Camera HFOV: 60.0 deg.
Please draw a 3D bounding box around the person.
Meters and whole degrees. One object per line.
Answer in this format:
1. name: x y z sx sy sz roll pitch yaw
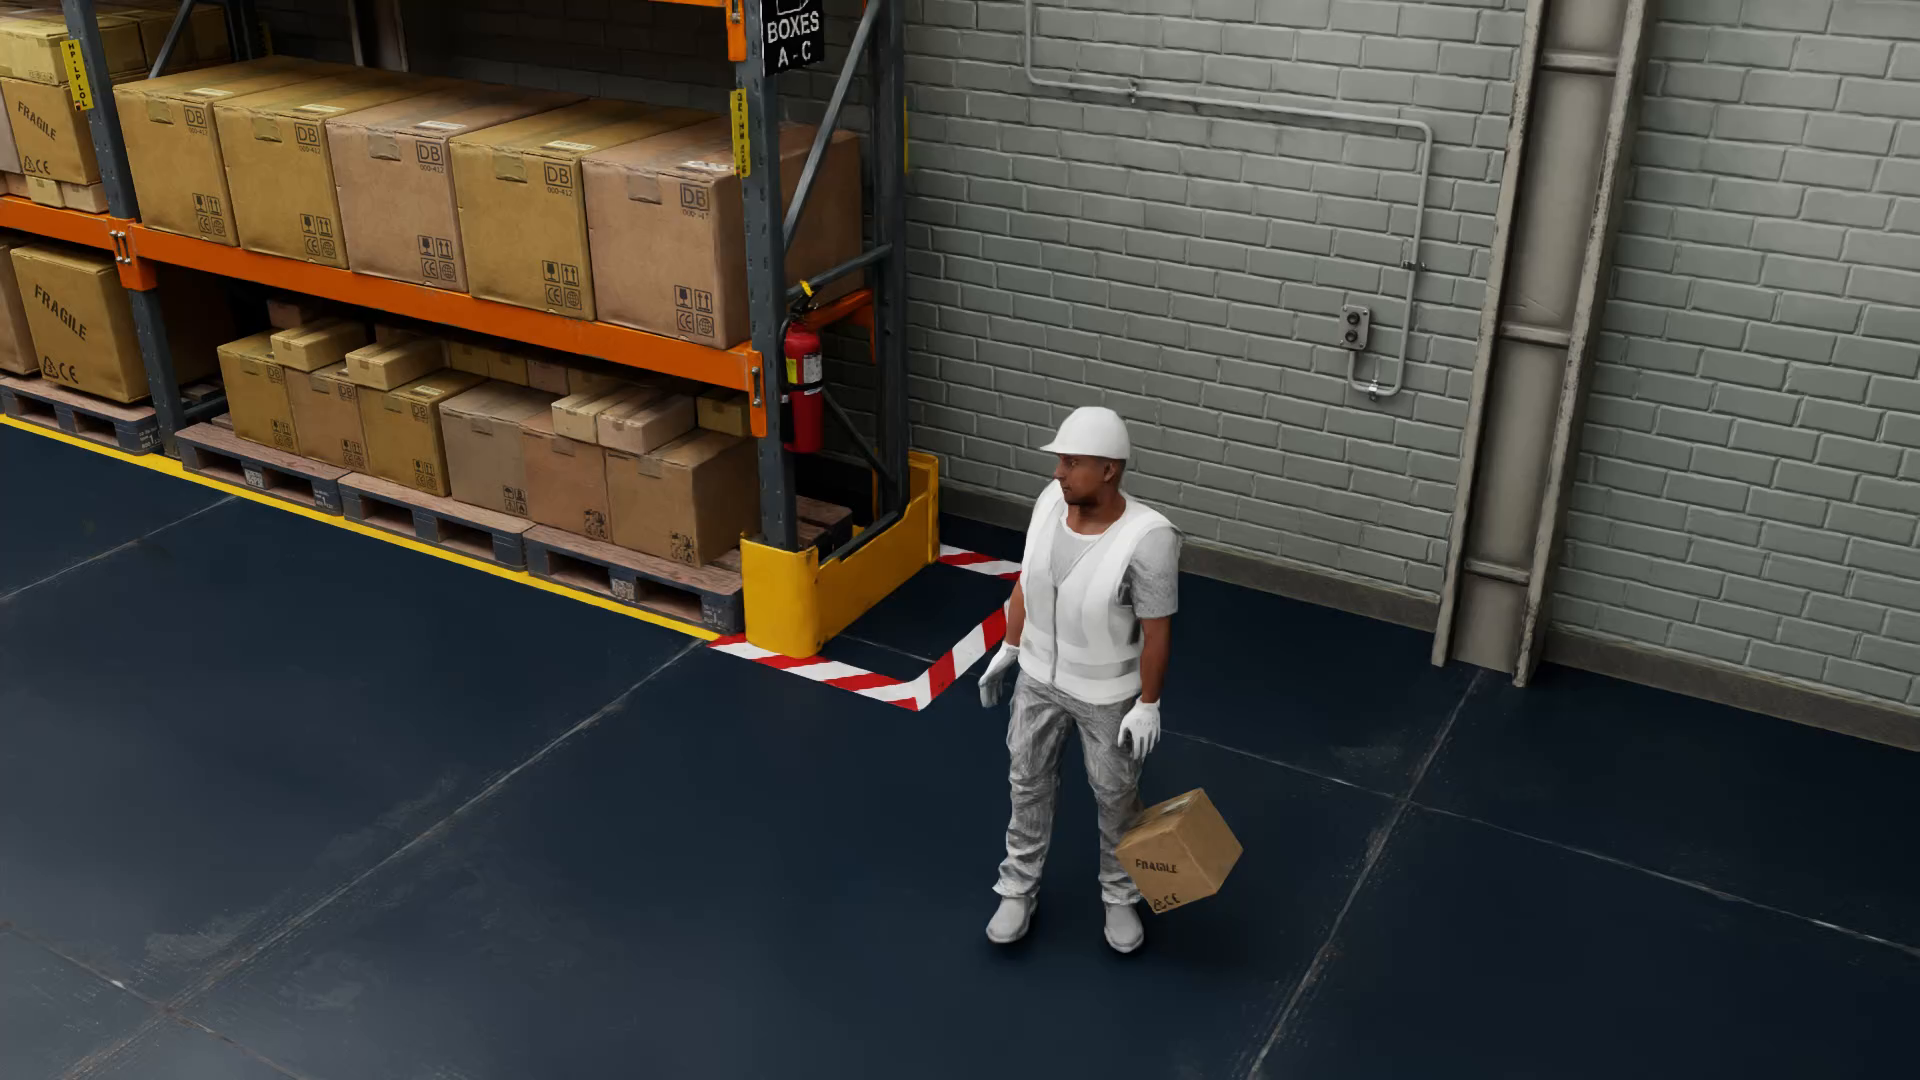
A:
1. person: 0.334 0.466 5.088 0.593 1.787 0.543 20 32 34
